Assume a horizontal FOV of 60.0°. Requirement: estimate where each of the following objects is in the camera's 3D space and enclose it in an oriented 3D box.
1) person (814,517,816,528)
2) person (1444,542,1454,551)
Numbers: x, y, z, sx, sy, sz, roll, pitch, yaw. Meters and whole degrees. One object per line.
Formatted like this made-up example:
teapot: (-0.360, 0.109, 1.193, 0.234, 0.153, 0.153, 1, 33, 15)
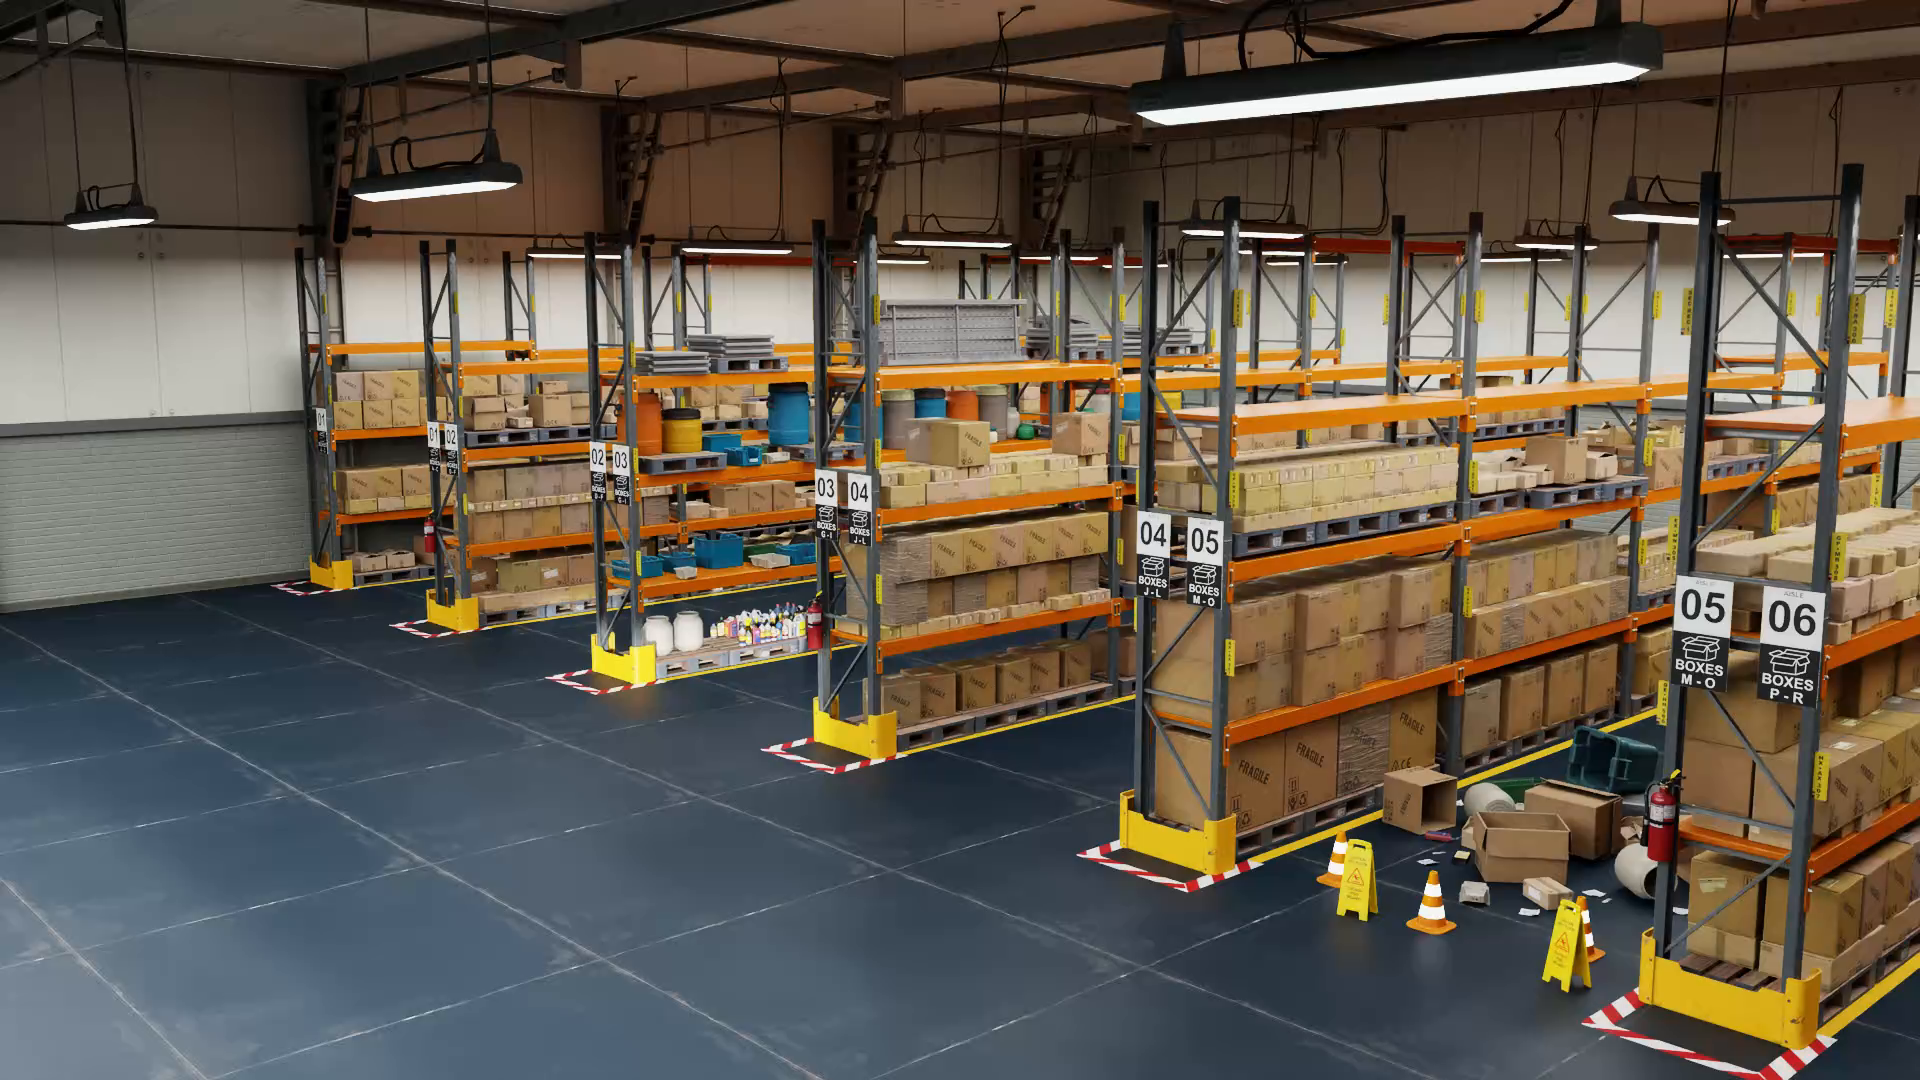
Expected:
person: (-2.757, -0.668, 34.473, 0.608, 1.608, 0.607, 6, 10, 34)
person: (7.104, 0.833, 24.137, 0.571, 1.626, 0.598, -8, 12, -44)
